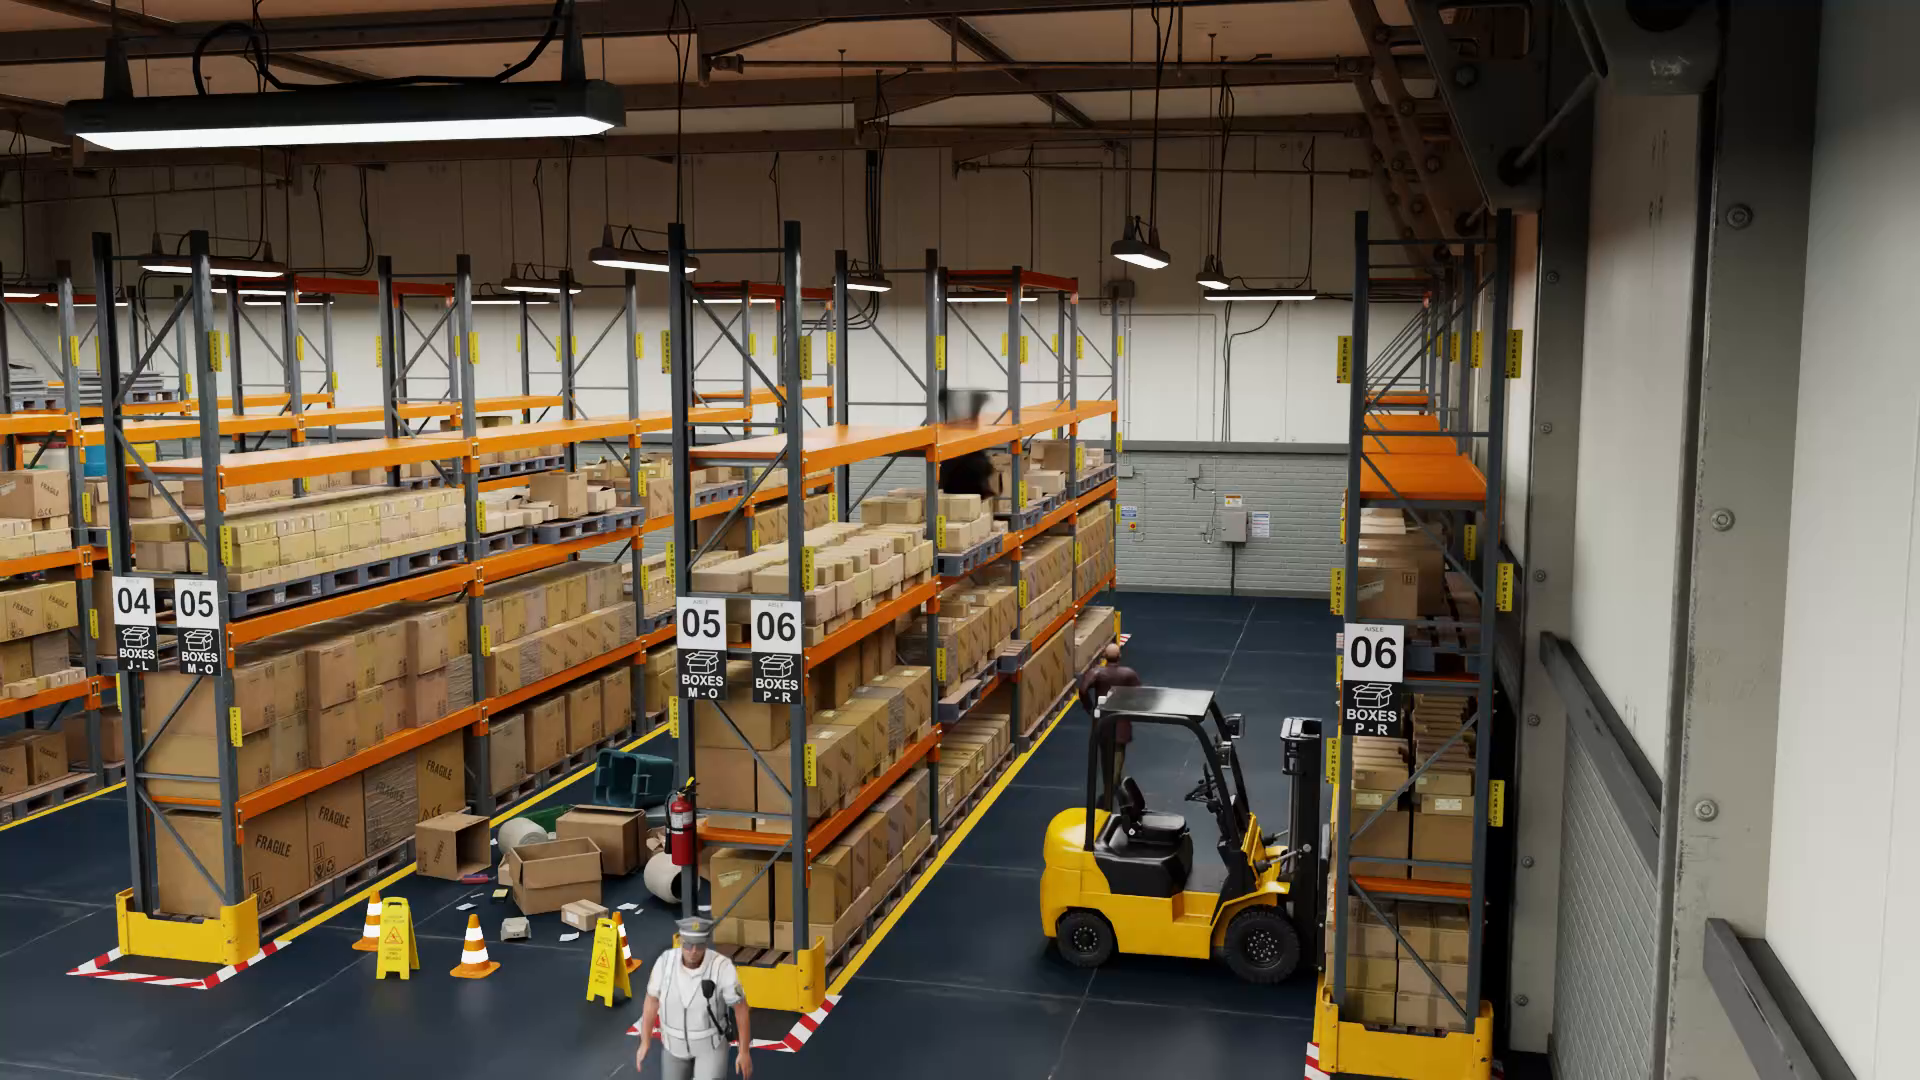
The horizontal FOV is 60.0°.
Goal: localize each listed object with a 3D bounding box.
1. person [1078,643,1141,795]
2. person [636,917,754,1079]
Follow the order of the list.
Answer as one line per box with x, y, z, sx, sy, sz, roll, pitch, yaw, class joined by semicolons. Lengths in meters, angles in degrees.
1.694;2.042;18.557;0.718;1.790;0.975;1;7;10;person
-1.606;3.075;10.360;0.725;1.692;0.856;0;7;4;person
